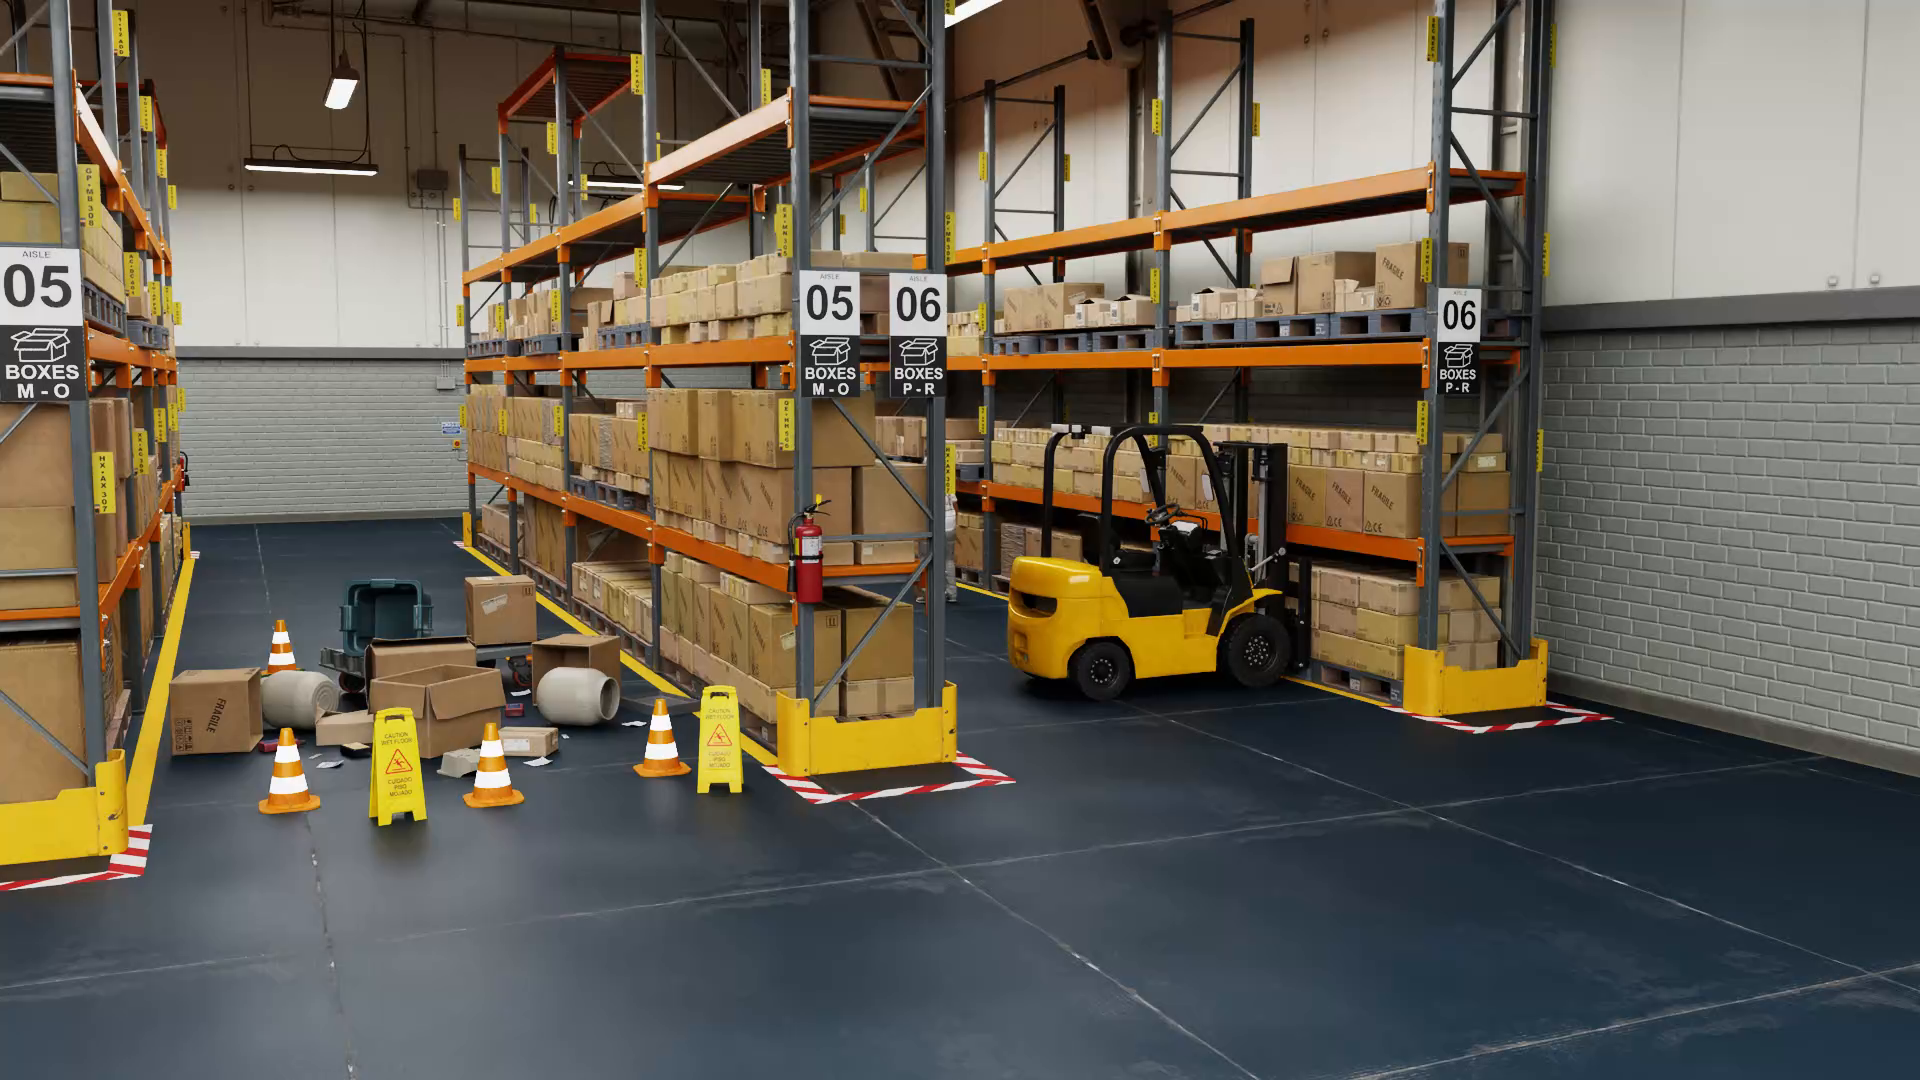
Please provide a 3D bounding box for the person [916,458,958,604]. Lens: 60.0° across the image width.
[{"bbox_3d":[-0.273,-0.117,18.806,0.550,1.666,0.473,-3,6,-25],"label":"person"}]
